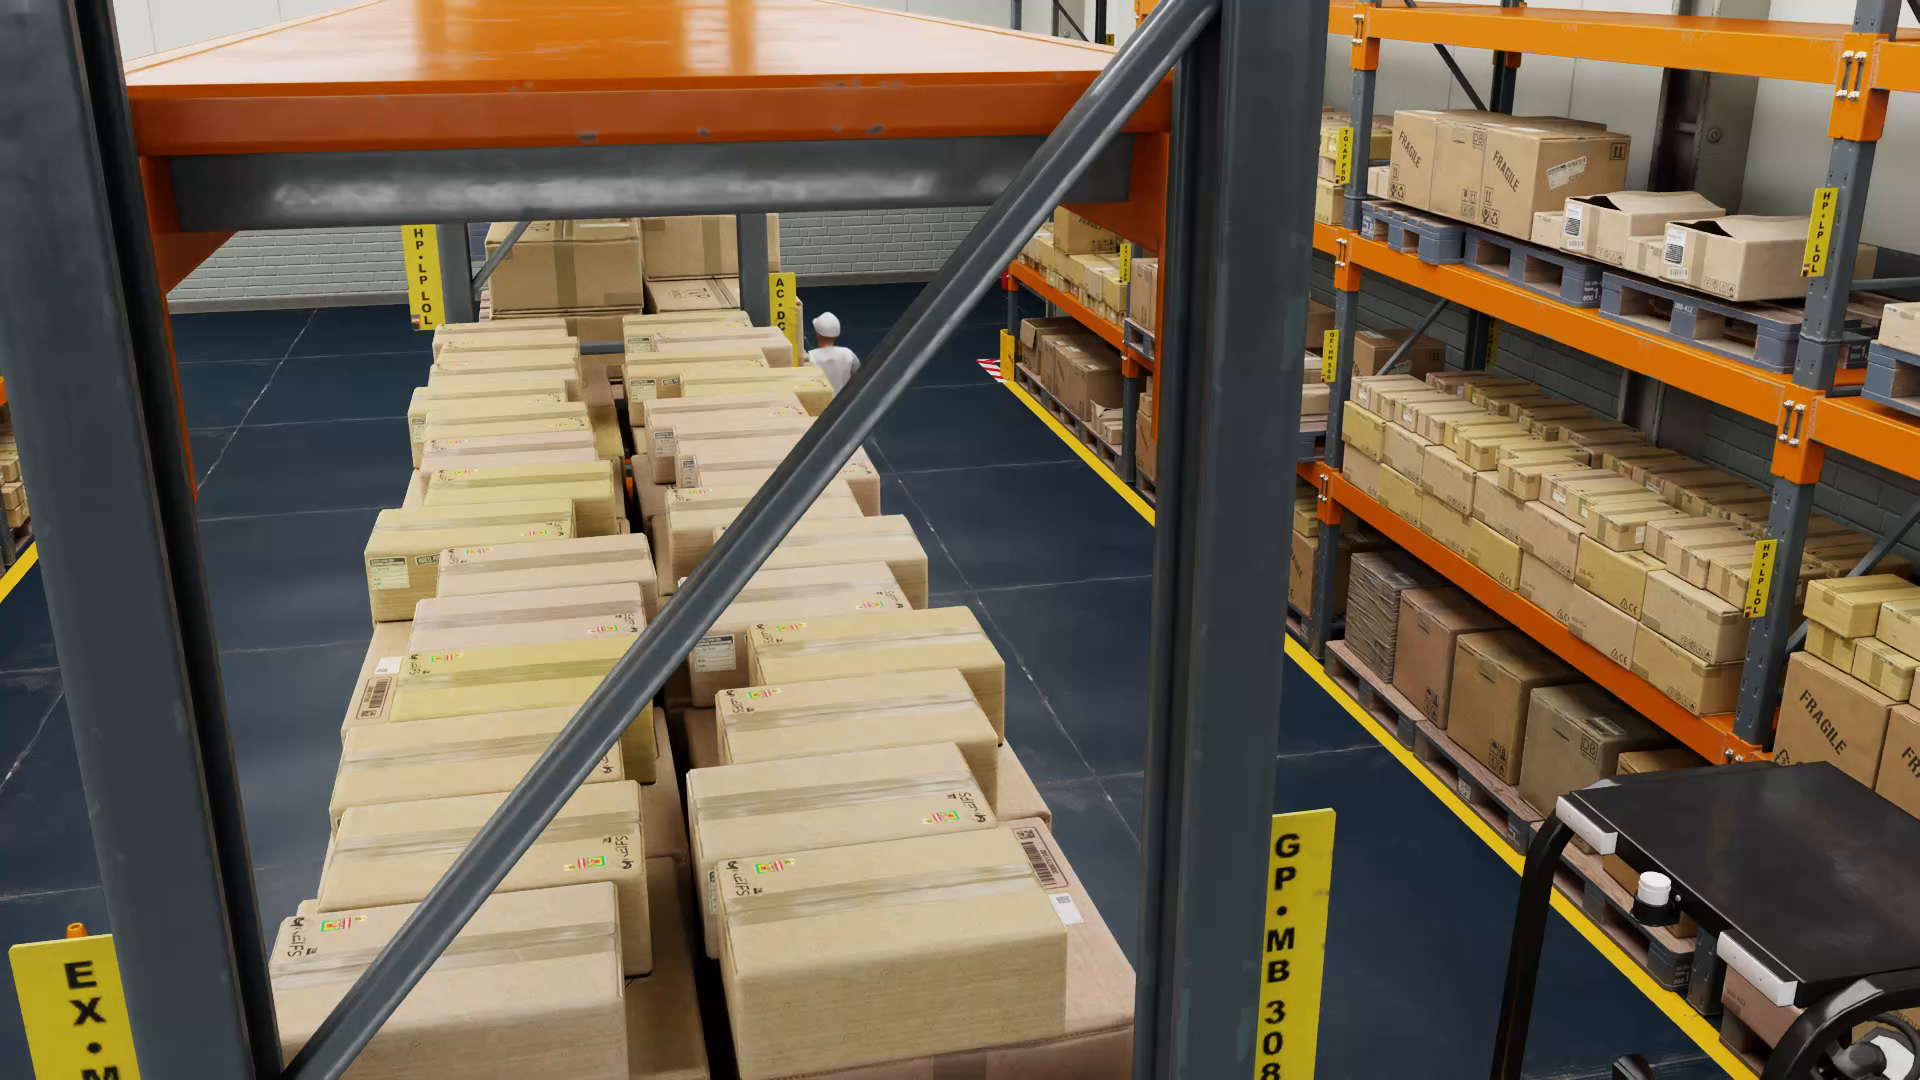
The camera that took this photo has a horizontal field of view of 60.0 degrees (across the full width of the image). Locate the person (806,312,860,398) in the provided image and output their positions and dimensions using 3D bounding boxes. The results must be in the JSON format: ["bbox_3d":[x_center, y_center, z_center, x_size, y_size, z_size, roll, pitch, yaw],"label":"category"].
[{"bbox_3d":[-1.049,-0.976,13.301,0.534,1.743,1.043,-4,20,-12],"label":"person"}]
